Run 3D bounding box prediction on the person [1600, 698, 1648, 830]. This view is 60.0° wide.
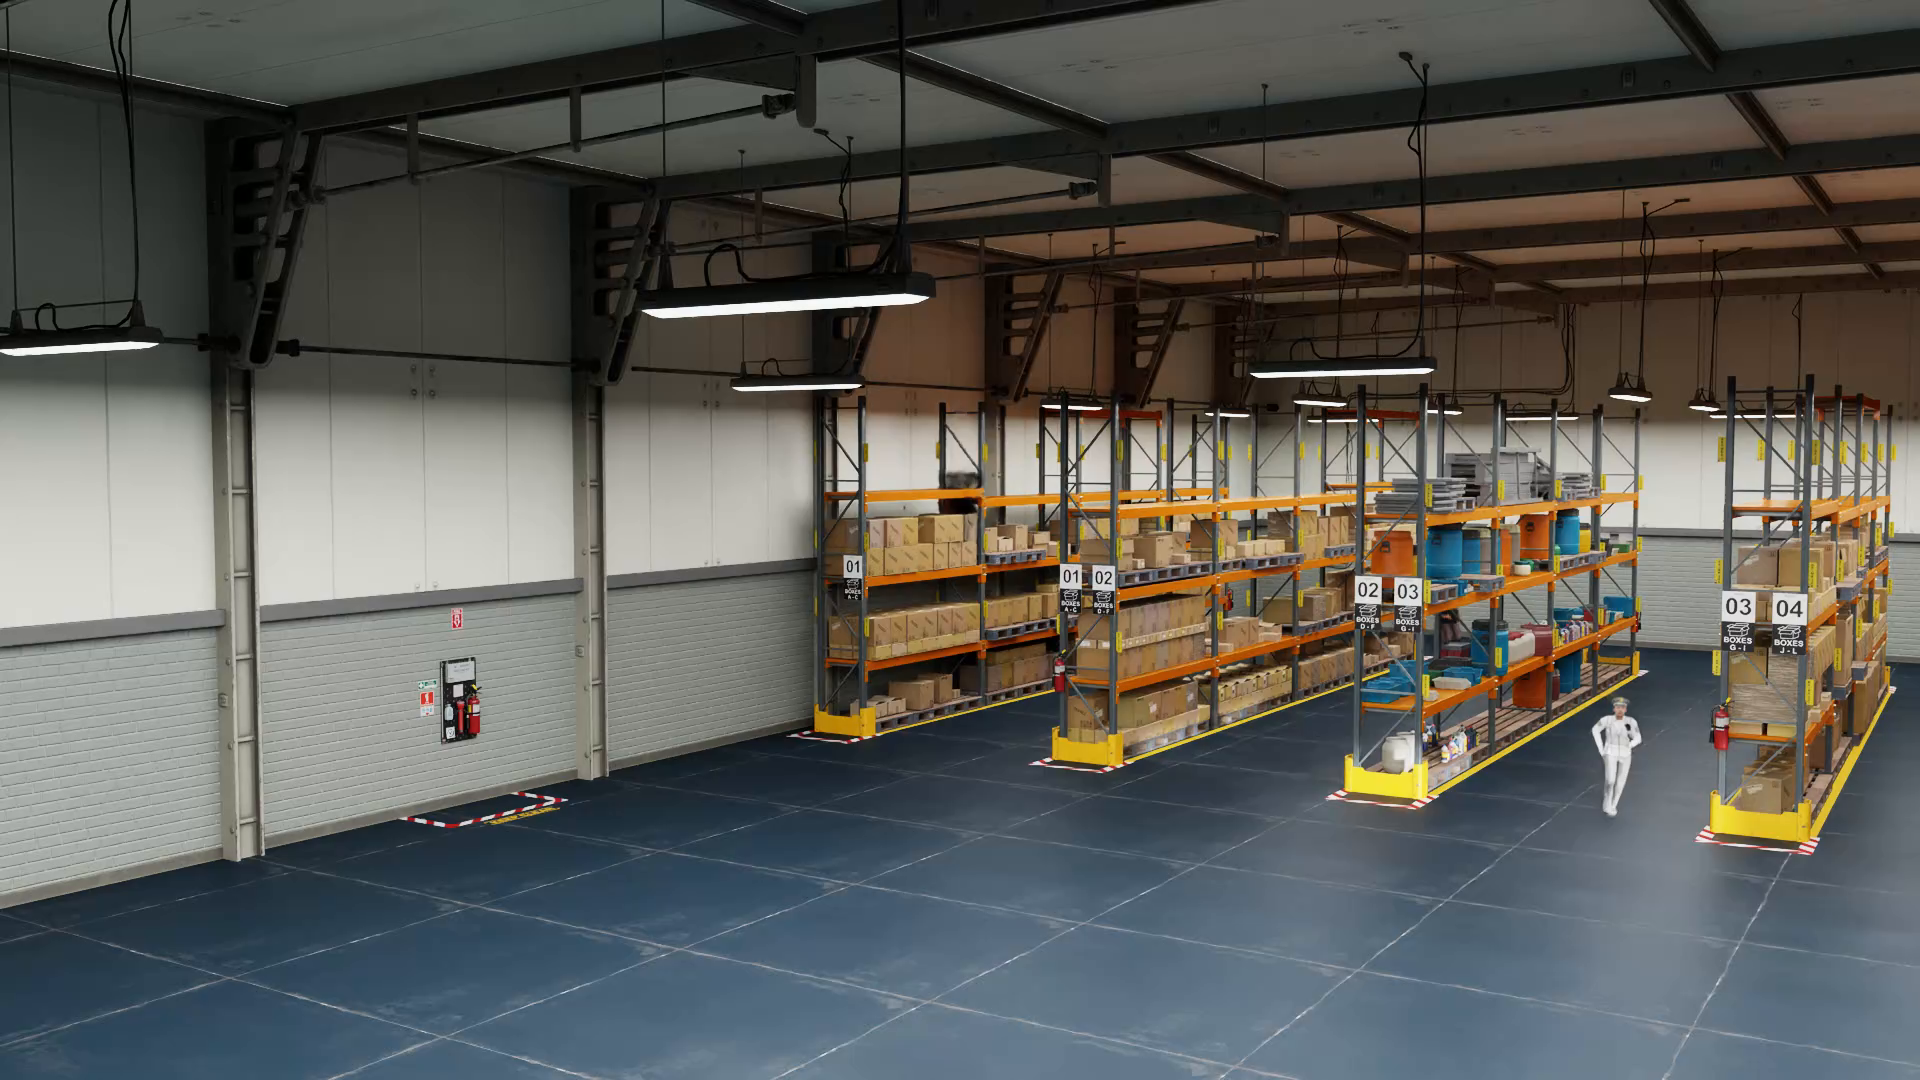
[{"bbox_3d":[8.992,2.983,22.512,0.580,1.716,1.082,1,3,14],"label":"person"}]

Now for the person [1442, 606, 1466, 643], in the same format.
[{"bbox_3d":[11.903,2.058,40.206,0.680,1.772,0.834,0,3,-2],"label":"person"}]
